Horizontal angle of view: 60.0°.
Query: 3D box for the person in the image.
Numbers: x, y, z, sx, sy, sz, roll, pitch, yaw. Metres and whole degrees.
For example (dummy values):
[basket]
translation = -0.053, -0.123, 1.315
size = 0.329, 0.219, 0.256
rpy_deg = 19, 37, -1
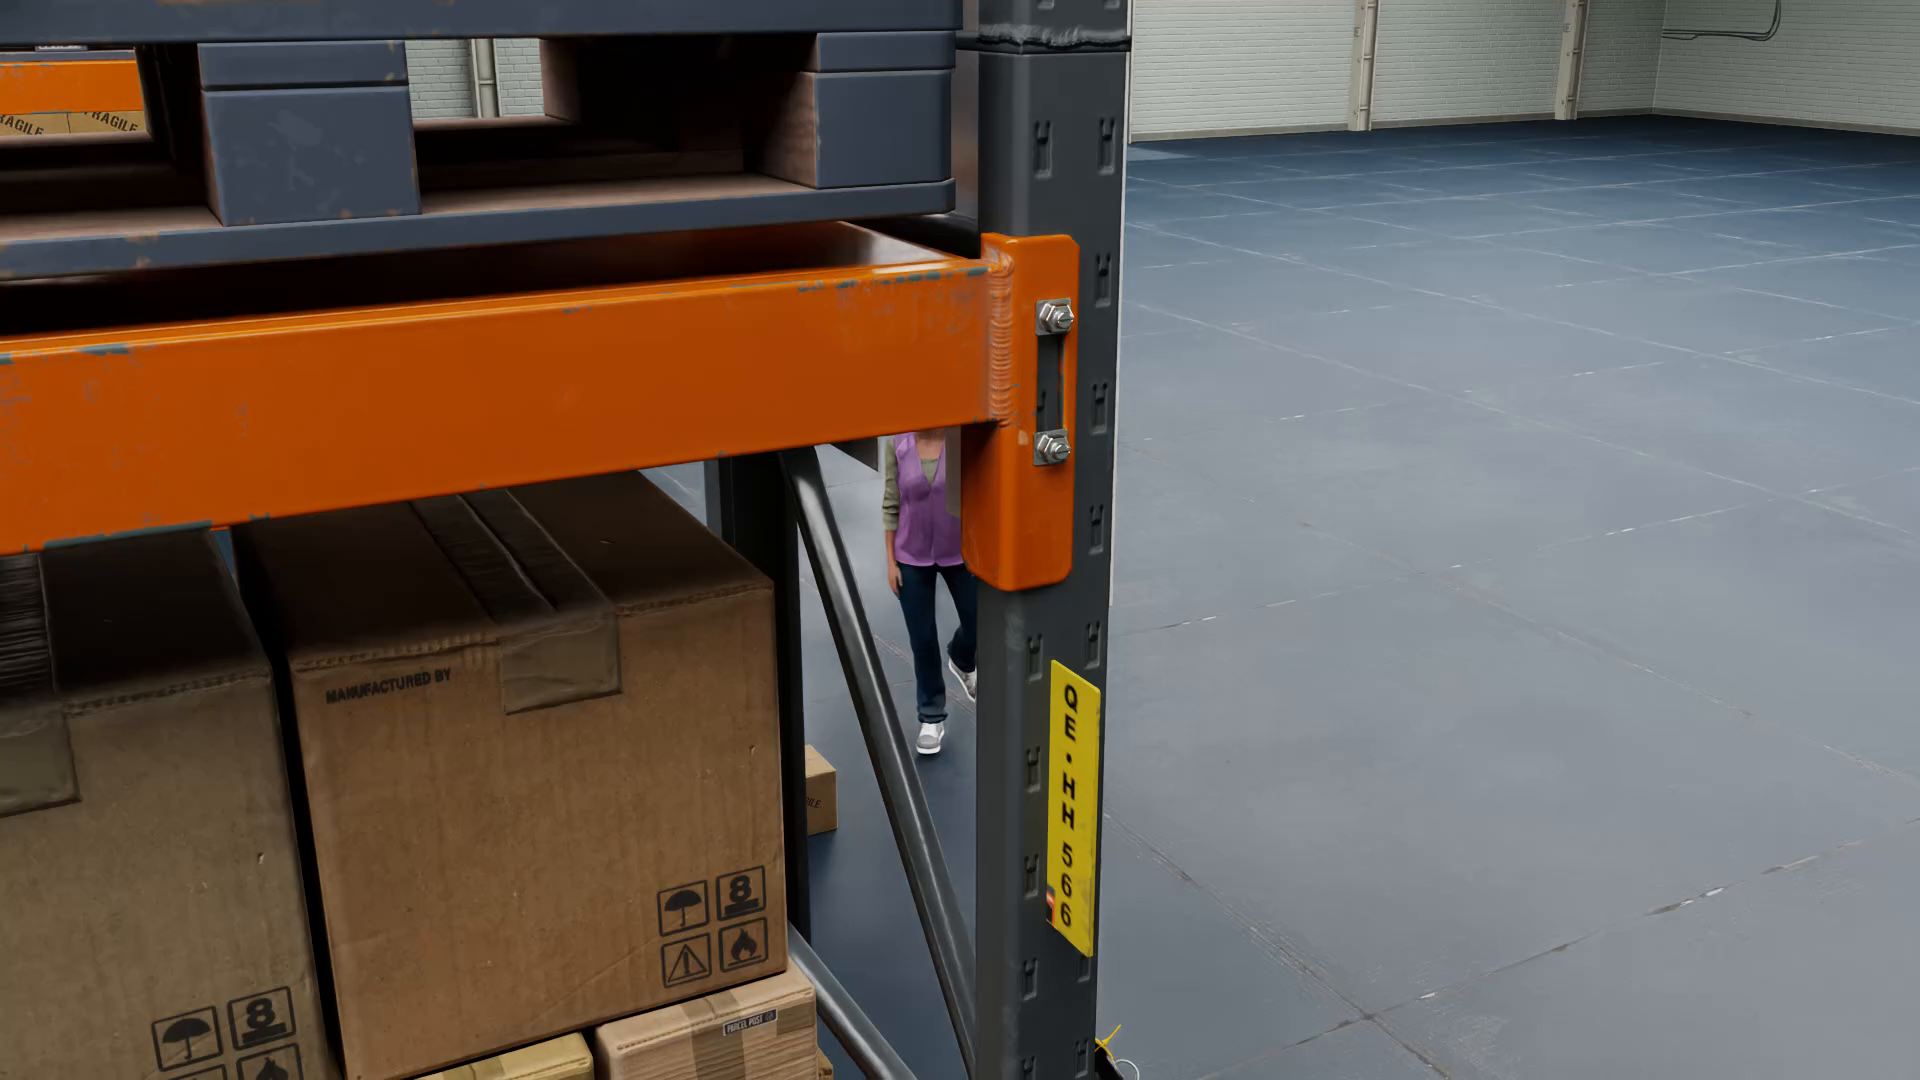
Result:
[person]
translation = -0.092, 0.060, 6.858
size = 0.447, 1.591, 0.561
rpy_deg = 0, 19, 0
